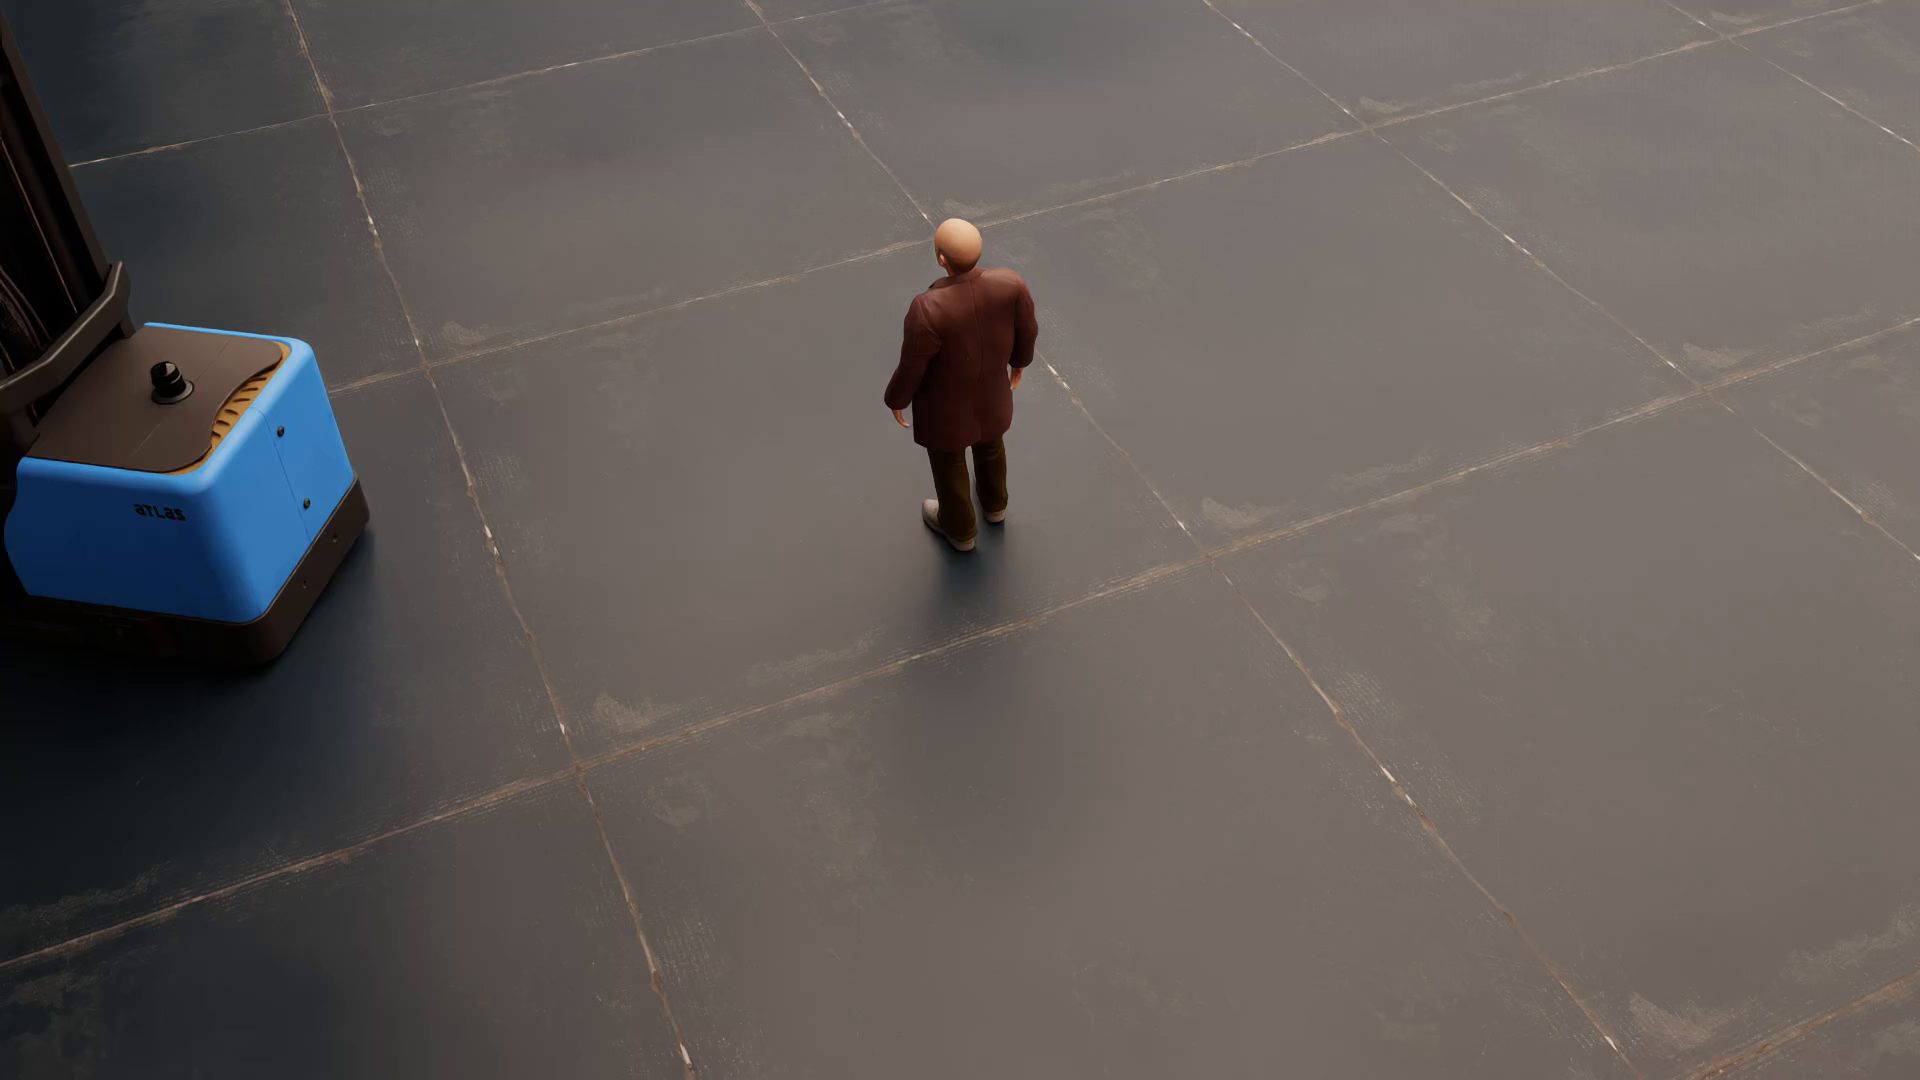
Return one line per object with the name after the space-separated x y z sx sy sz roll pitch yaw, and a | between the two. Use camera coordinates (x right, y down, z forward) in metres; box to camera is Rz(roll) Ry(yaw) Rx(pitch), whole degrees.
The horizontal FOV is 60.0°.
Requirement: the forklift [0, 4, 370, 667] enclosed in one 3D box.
-4.349 -1.007 6.760 3.031 2.935 1.130 7 43 7 | forklift

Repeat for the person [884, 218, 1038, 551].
-0.034 -0.713 7.279 0.696 1.775 0.582 -18 46 -18 | person
